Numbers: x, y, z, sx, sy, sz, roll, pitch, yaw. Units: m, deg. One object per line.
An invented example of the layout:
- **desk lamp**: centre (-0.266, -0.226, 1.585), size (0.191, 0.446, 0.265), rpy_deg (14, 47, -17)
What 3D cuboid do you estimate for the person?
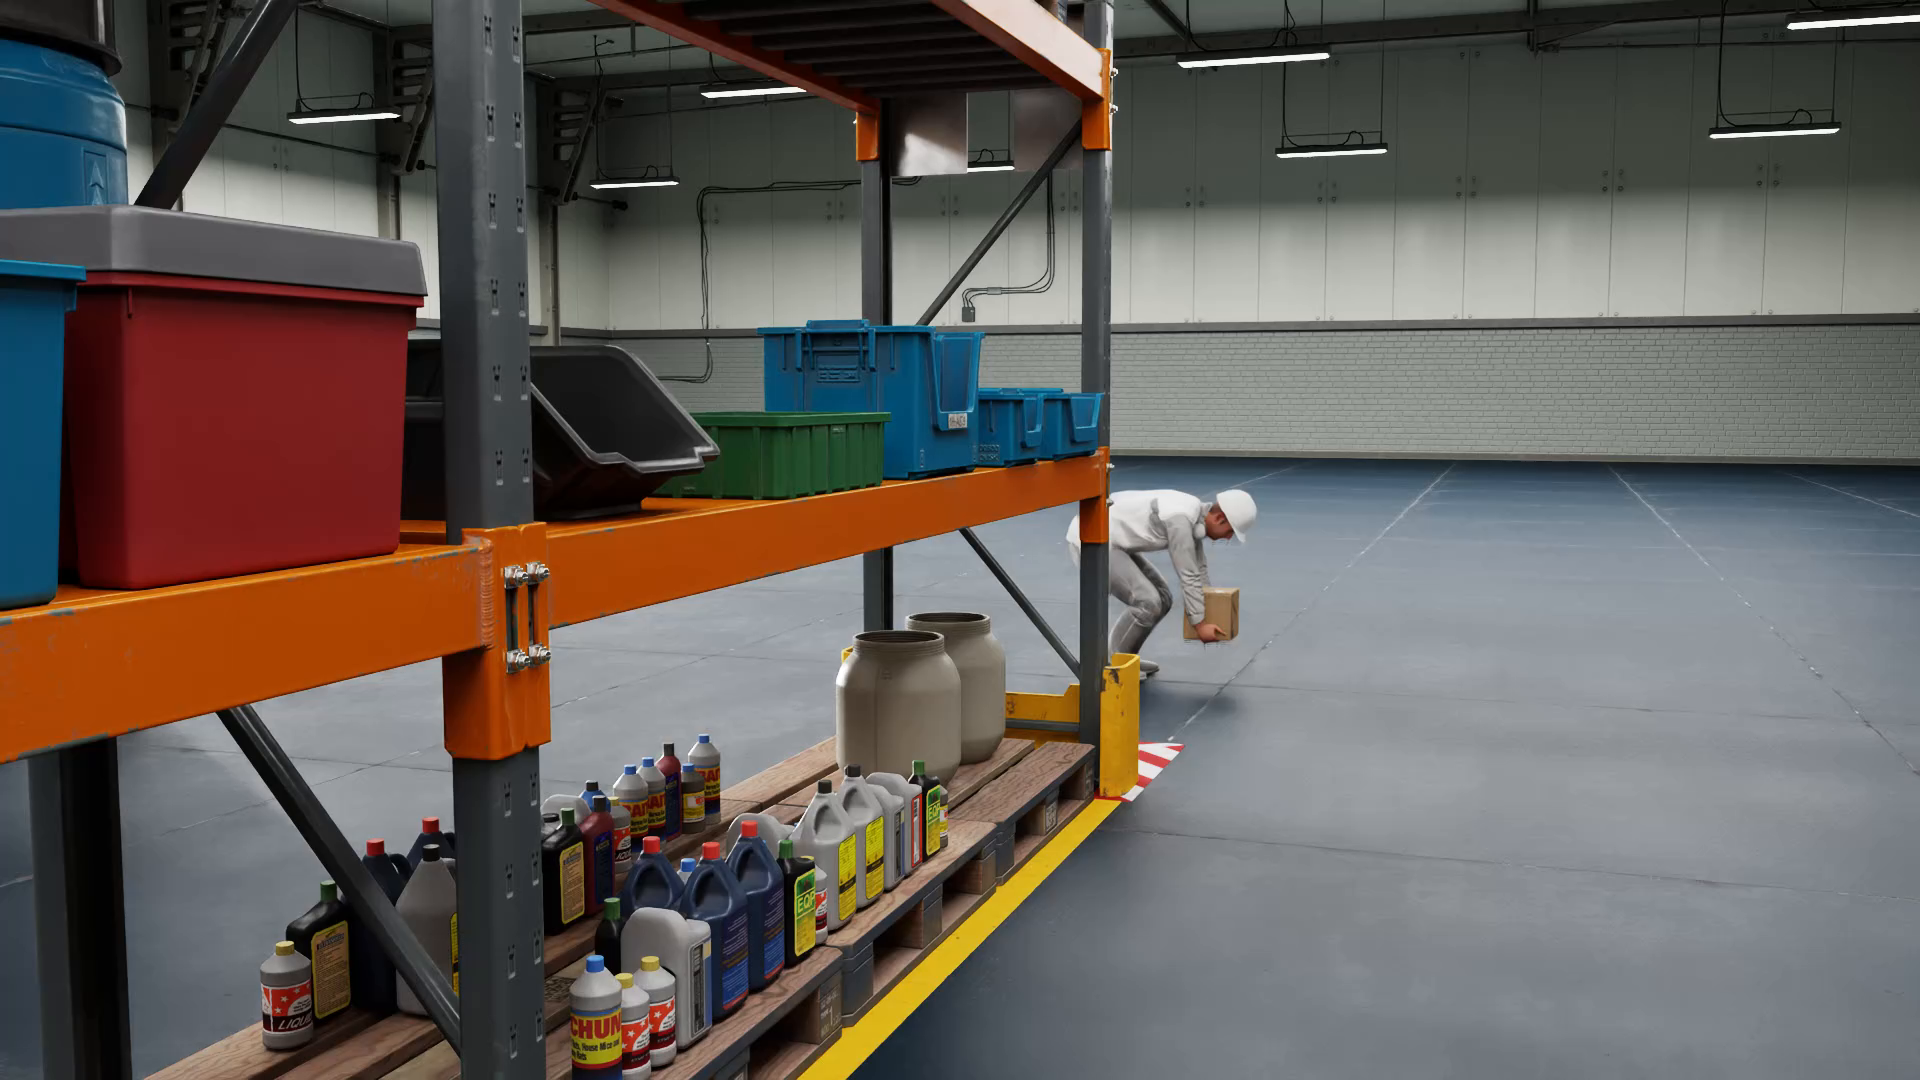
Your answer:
- **person**: centre (1.074, 0.236, 8.890), size (0.998, 1.024, 0.513), rpy_deg (1, 5, 16)
